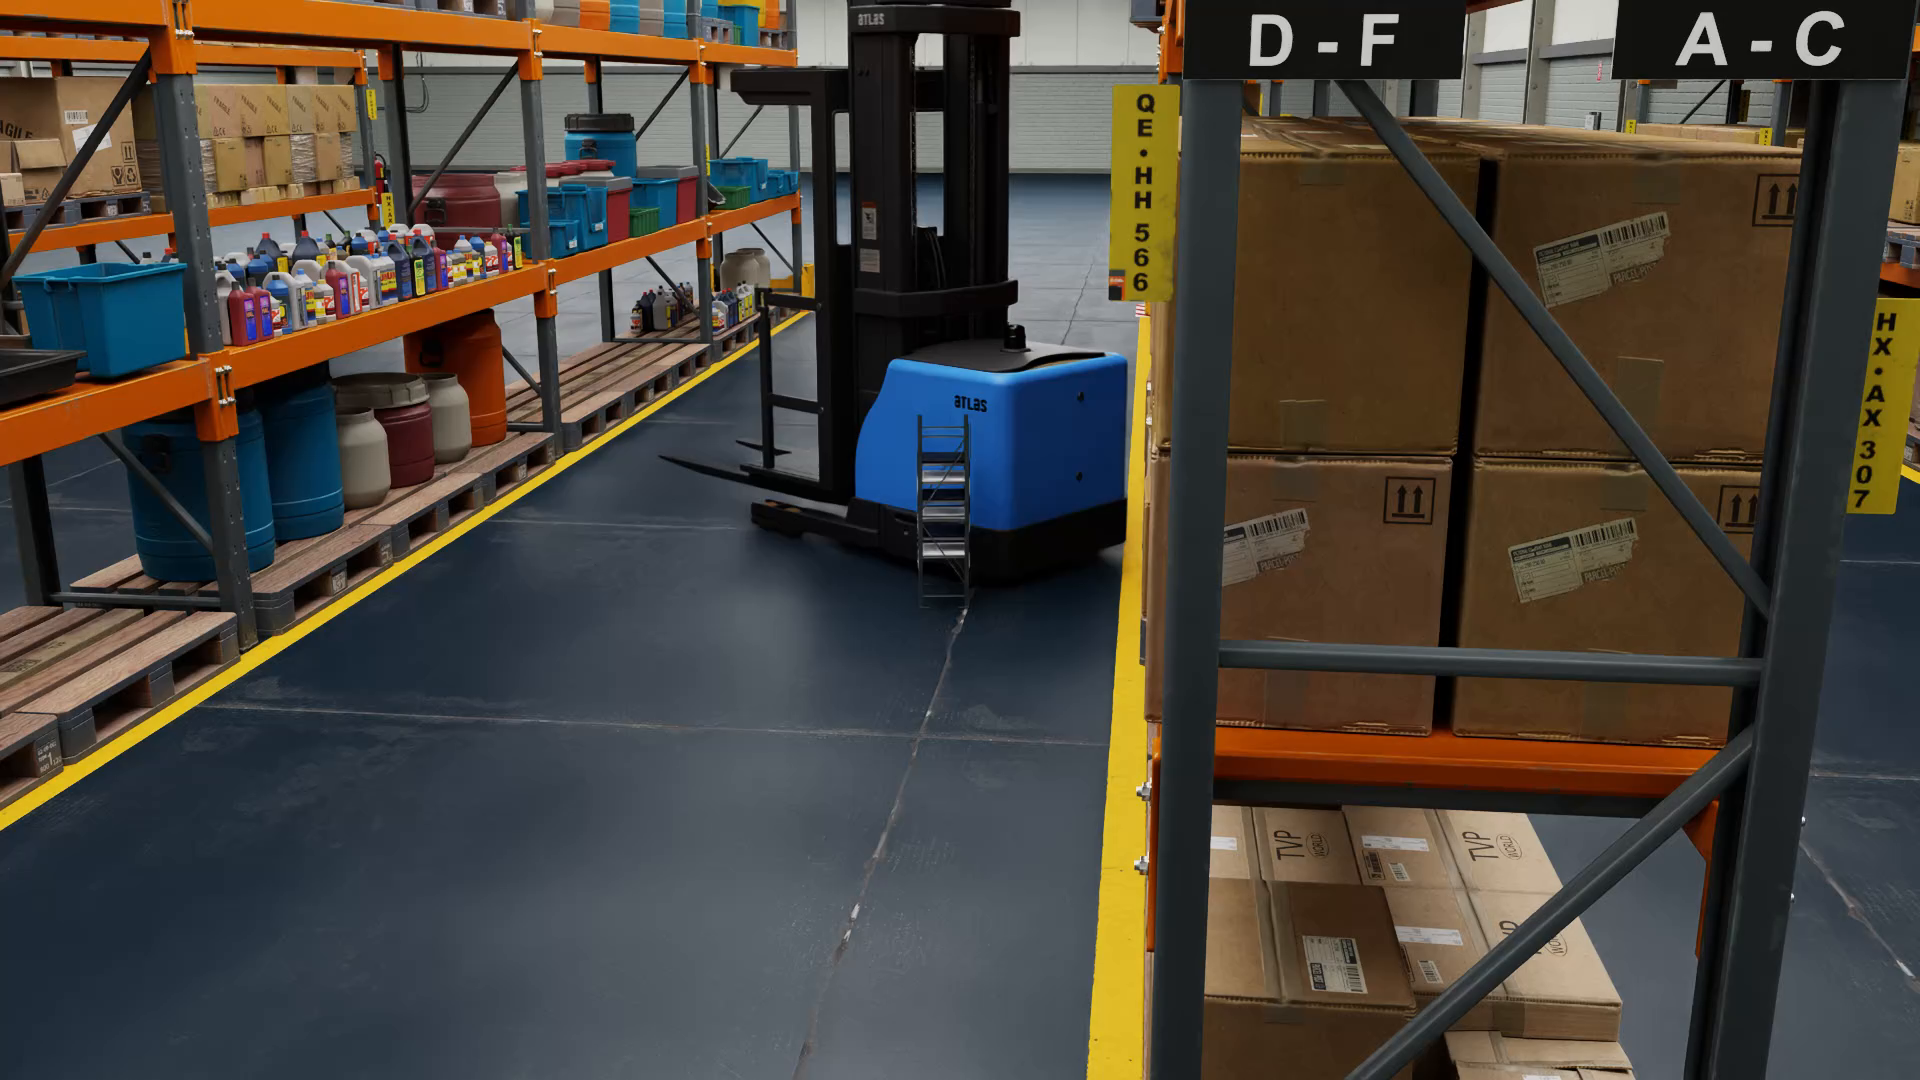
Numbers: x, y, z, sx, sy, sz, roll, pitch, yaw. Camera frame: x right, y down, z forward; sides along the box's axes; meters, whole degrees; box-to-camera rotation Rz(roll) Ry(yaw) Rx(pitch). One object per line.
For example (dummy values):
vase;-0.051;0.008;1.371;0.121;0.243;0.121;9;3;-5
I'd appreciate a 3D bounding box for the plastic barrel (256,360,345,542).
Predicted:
plastic barrel;-3.481;-0.494;8.460;0.600;0.901;0.708;2;15;6

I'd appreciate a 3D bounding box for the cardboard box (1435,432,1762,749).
cardboard box;1.143;0.048;3.045;0.500;0.500;0.500;2;15;7

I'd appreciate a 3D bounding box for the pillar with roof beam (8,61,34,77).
pillar with roof beam;-16.651;-11.959;36.151;9.100;9.000;0.400;2;15;6

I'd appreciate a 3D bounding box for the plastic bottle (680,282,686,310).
plastic bottle;-2.843;-2.475;16.928;0.061;0.283;0.133;2;15;7

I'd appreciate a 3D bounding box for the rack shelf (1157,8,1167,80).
rack shelf;1.507;-2.453;8.119;1.077;0.370;4.000;2;15;6

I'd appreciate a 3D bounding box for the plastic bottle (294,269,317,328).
plastic bottle;-3.127;-1.151;7.920;0.097;0.271;0.097;0;15;0

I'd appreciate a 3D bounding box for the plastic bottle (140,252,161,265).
plastic bottle;-3.861;-1.205;7.965;0.144;0.351;0.185;2;15;6

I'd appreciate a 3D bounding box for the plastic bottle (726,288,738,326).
plastic bottle;-2.212;-2.235;15.913;0.144;0.351;0.185;1;15;4

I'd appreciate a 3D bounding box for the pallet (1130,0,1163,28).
pallet;1.721;-3.406;10.629;1.213;0.211;1.003;2;15;9

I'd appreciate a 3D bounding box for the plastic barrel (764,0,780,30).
plastic barrel;-2.214;-5.821;17.569;0.600;0.830;0.708;2;15;6

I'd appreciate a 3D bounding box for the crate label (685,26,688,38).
crate label;-2.825;-4.993;16.420;0.502;0.251;0.408;2;15;6

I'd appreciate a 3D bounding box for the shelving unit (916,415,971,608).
shelving unit;-0.079;-0.135;7.938;0.258;0.900;0.210;0;15;-1

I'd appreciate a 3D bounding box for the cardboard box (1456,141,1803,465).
cardboard box;1.143;-0.434;2.915;0.500;0.500;0.500;2;15;8

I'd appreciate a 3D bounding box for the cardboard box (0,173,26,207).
cardboard box;-7.692;-2.722;12.965;0.500;0.250;0.500;1;15;5

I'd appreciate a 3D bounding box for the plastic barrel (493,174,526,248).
plastic barrel;-3.284;-2.345;11.873;0.421;0.512;0.421;0;15;0

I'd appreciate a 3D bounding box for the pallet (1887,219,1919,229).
pallet;6.838;-2.148;11.727;1.003;0.211;1.213;2;15;6

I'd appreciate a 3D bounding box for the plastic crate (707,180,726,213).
plastic crate;-2.551;-3.157;15.211;0.767;0.338;0.504;2;15;6

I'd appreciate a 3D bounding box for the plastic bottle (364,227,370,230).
plastic bottle;-3.641;-1.775;10.203;0.061;0.283;0.133;2;15;6

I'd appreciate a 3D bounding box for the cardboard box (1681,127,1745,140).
cardboard box;7.029;-3.589;15.502;0.500;0.500;0.500;2;15;8

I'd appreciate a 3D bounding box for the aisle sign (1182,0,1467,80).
aisle sign;0.518;-1.042;2.290;0.394;0.787;0.004;2;15;6

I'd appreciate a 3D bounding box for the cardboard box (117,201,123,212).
cardboard box;-7.926;-3.144;15.525;0.380;0.149;0.250;2;15;6

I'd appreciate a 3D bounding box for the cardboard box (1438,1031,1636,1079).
cardboard box;1.247;1.196;3.578;0.380;0.166;0.250;2;15;6

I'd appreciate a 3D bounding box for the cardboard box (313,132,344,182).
cardboard box;-7.233;-4.155;18.022;0.875;0.500;0.500;2;15;6

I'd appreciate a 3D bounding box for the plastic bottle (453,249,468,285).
plastic bottle;-2.922;-1.589;9.673;0.097;0.201;0.097;0;15;0

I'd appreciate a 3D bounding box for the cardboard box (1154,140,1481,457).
cardboard box;0.607;-0.451;2.975;0.500;0.500;0.500;2;15;6

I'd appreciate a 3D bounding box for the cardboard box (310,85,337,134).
cardboard box;-7.074;-4.633;17.874;0.500;0.500;0.500;2;15;6

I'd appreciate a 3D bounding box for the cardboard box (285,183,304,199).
cardboard box;-7.099;-3.645;17.378;0.380;0.149;0.250;2;15;6

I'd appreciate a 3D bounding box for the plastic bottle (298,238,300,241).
plastic bottle;-3.734;-1.560;9.410;0.061;0.283;0.133;2;15;6

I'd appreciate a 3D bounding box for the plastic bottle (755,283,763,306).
plastic bottle;-2.052;-2.474;16.925;0.061;0.283;0.133;2;15;8

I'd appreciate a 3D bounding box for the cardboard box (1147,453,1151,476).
cardboard box;1.117;-0.104;7.745;0.500;0.500;0.500;2;15;6

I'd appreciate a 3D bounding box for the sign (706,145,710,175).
sign;-2.832;-4.244;18.579;0.100;0.325;0.005;2;15;6

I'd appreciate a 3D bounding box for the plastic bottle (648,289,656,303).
plastic bottle;-2.929;-2.214;15.836;0.144;0.351;0.185;1;15;3

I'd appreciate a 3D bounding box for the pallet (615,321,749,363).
pallet;-2.620;-1.882;15.718;1.003;0.211;1.213;2;15;6

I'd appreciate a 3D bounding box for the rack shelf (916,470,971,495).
rack shelf;-0.079;-0.277;7.900;0.258;0.077;0.200;0;15;-1

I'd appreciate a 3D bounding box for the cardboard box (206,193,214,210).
cardboard box;-7.294;-3.191;15.699;0.380;0.149;0.250;2;15;6

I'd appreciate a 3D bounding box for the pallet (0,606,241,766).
pallet;-3.684;0.558;6.696;1.003;0.211;1.213;2;15;6

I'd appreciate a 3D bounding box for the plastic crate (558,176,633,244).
plastic crate;-2.702;-2.459;12.386;0.402;0.464;0.583;2;15;6

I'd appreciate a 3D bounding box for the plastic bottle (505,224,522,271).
plastic bottle;-2.810;-1.844;10.459;0.061;0.283;0.133;2;15;6

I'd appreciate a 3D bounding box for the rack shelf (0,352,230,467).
rack shelf;-3.865;-0.114;5.217;1.077;0.370;4.000;2;15;6

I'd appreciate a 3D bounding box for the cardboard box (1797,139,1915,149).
cardboard box;7.016;-2.893;13.081;0.700;0.500;0.500;2;15;6

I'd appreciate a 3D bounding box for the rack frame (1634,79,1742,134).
rack frame;7.558;-3.801;17.472;1.000;3.000;0.127;2;15;6

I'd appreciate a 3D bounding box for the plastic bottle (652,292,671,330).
plastic bottle;-2.807;-2.160;15.636;0.144;0.351;0.185;2;15;6

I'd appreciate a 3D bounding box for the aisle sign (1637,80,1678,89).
aisle sign;7.268;-5.083;17.235;0.394;0.787;0.004;2;15;6

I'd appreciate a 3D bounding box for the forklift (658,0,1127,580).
forklift;-0.534;-1.518;9.161;3.031;2.935;1.130;14;20;41

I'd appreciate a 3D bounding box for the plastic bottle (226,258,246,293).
plastic bottle;-3.677;-1.292;8.439;0.097;0.271;0.097;0;15;0

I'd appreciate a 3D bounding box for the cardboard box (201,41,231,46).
cardboard box;-7.298;-4.823;15.794;0.500;0.250;0.500;2;15;6

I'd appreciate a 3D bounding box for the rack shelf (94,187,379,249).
rack shelf;-7.432;-3.373;17.266;1.077;0.370;4.000;2;15;6

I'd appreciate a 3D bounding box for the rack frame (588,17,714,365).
rack frame;-2.737;-3.055;14.715;1.000;3.000;0.127;2;15;6

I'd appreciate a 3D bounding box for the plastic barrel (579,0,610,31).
plastic barrel;-2.806;-4.049;11.822;0.600;0.830;0.708;2;15;6

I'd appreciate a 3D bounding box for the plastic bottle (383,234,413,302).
plastic bottle;-3.034;-1.458;8.900;0.144;0.351;0.185;2;15;6
